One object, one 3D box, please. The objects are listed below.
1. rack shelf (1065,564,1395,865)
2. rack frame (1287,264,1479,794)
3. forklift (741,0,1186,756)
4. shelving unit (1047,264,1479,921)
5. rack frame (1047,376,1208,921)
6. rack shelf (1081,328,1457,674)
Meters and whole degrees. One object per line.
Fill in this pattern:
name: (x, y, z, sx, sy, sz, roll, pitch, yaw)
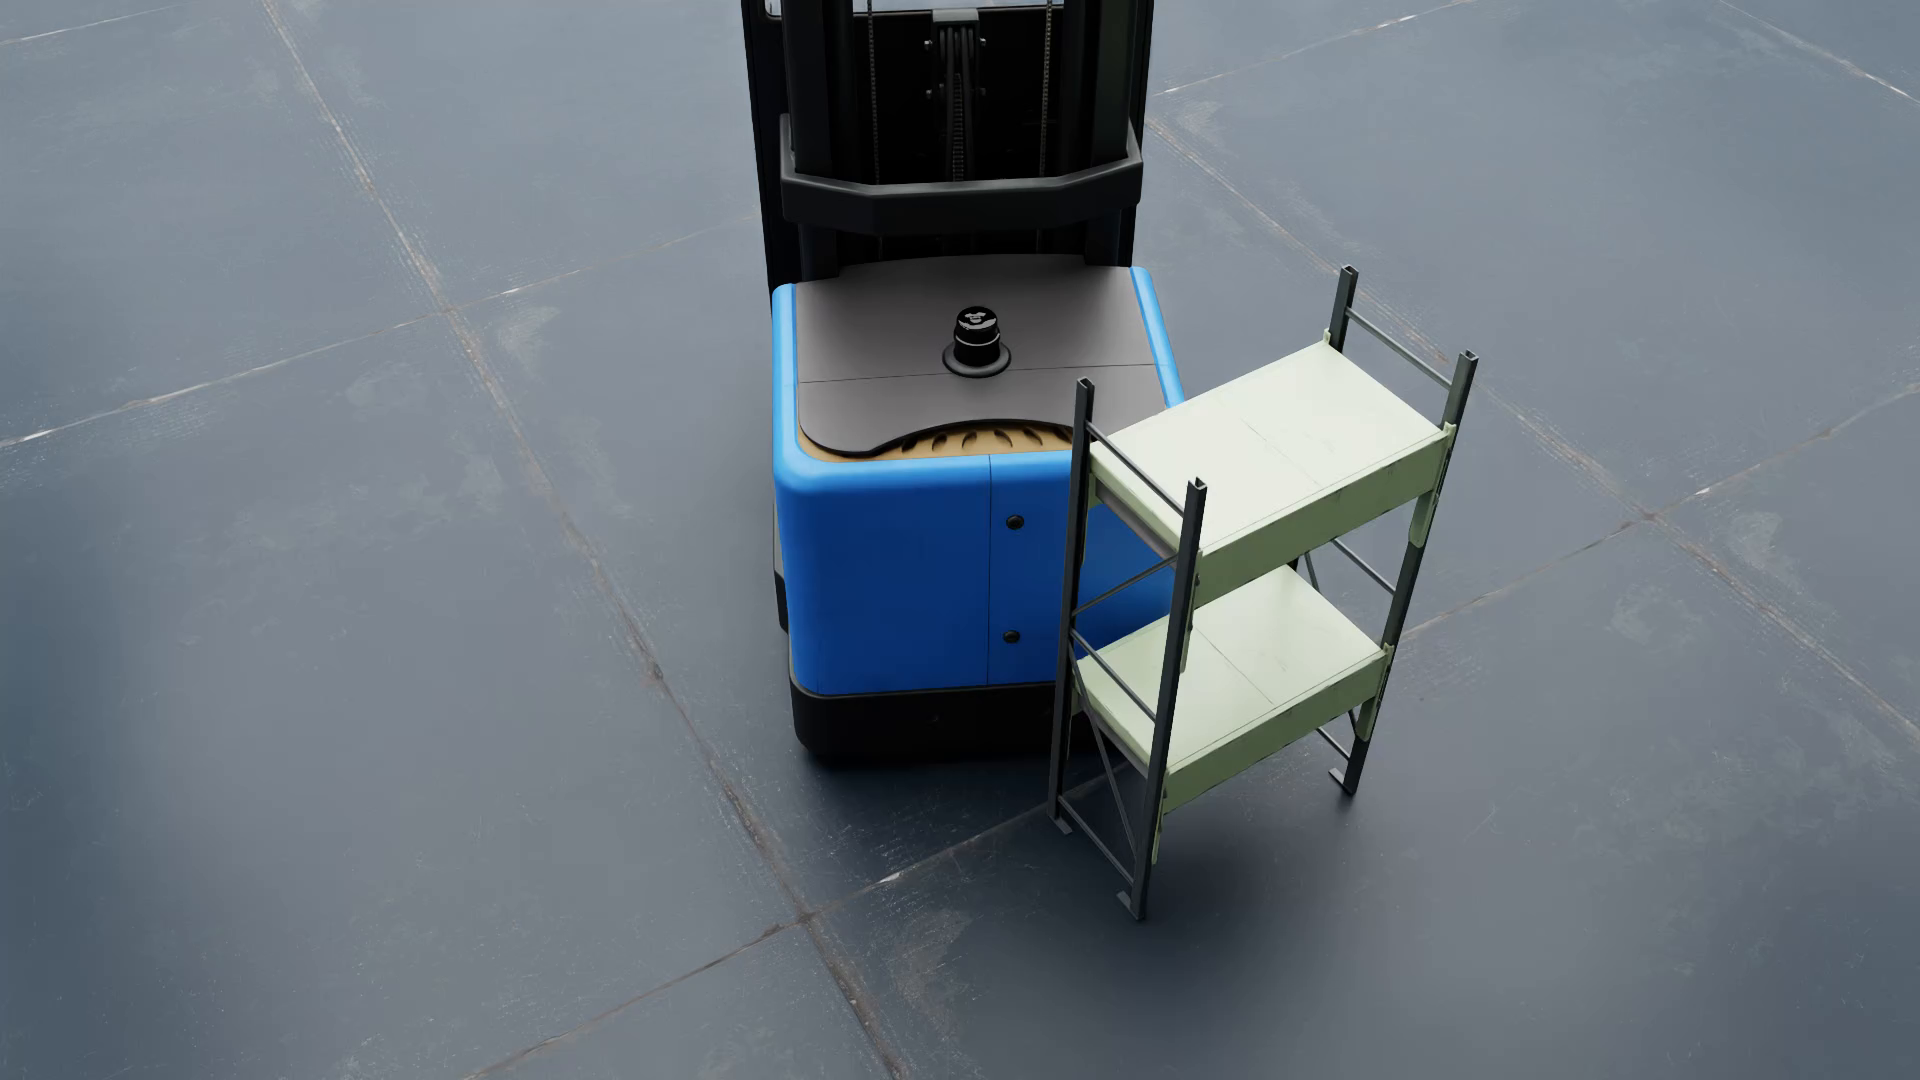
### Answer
rack shelf: (0.661, 0.409, 4.216, 0.720, 0.370, 0.431, -25, 50, -23)
rack frame: (0.968, 0.037, 4.132, 0.023, 1.500, 0.400, -25, 50, -23)
forklift: (-0.053, -1.486, 4.677, 1.130, 2.935, 3.031, -3, 44, -3)
shelving unit: (0.662, 0.177, 3.988, 0.755, 1.500, 0.431, -25, 50, -23)
rack frame: (0.356, 0.317, 3.844, 0.023, 1.500, 0.400, -25, 50, -23)
rack shelf: (0.664, -0.101, 3.714, 0.720, 0.370, 0.431, -25, 50, -23)
